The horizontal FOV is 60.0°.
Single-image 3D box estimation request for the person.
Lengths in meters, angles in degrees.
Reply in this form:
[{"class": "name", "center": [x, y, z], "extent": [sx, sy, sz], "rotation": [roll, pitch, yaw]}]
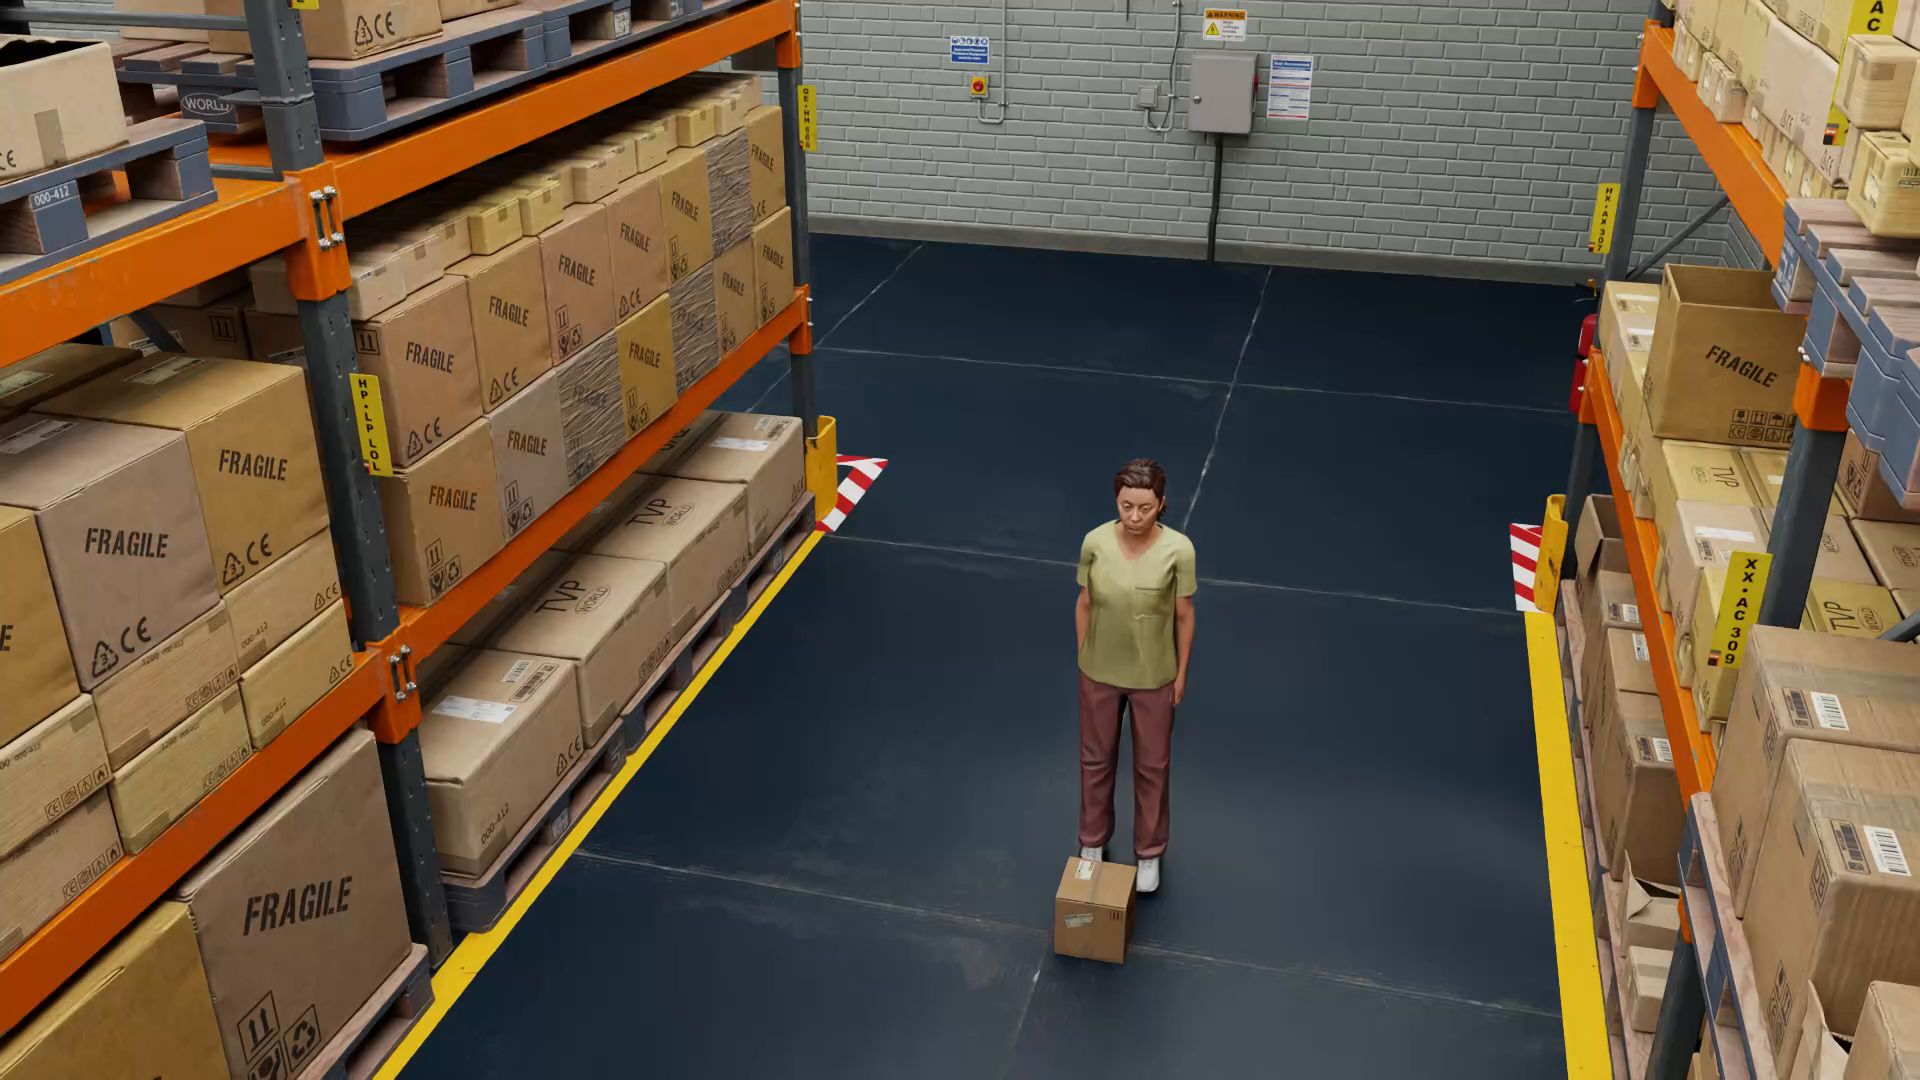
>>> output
[{"class": "person", "center": [0.620, 0.490, 6.079], "extent": [0.441, 1.680, 0.383], "rotation": [7, 26, 14]}]
